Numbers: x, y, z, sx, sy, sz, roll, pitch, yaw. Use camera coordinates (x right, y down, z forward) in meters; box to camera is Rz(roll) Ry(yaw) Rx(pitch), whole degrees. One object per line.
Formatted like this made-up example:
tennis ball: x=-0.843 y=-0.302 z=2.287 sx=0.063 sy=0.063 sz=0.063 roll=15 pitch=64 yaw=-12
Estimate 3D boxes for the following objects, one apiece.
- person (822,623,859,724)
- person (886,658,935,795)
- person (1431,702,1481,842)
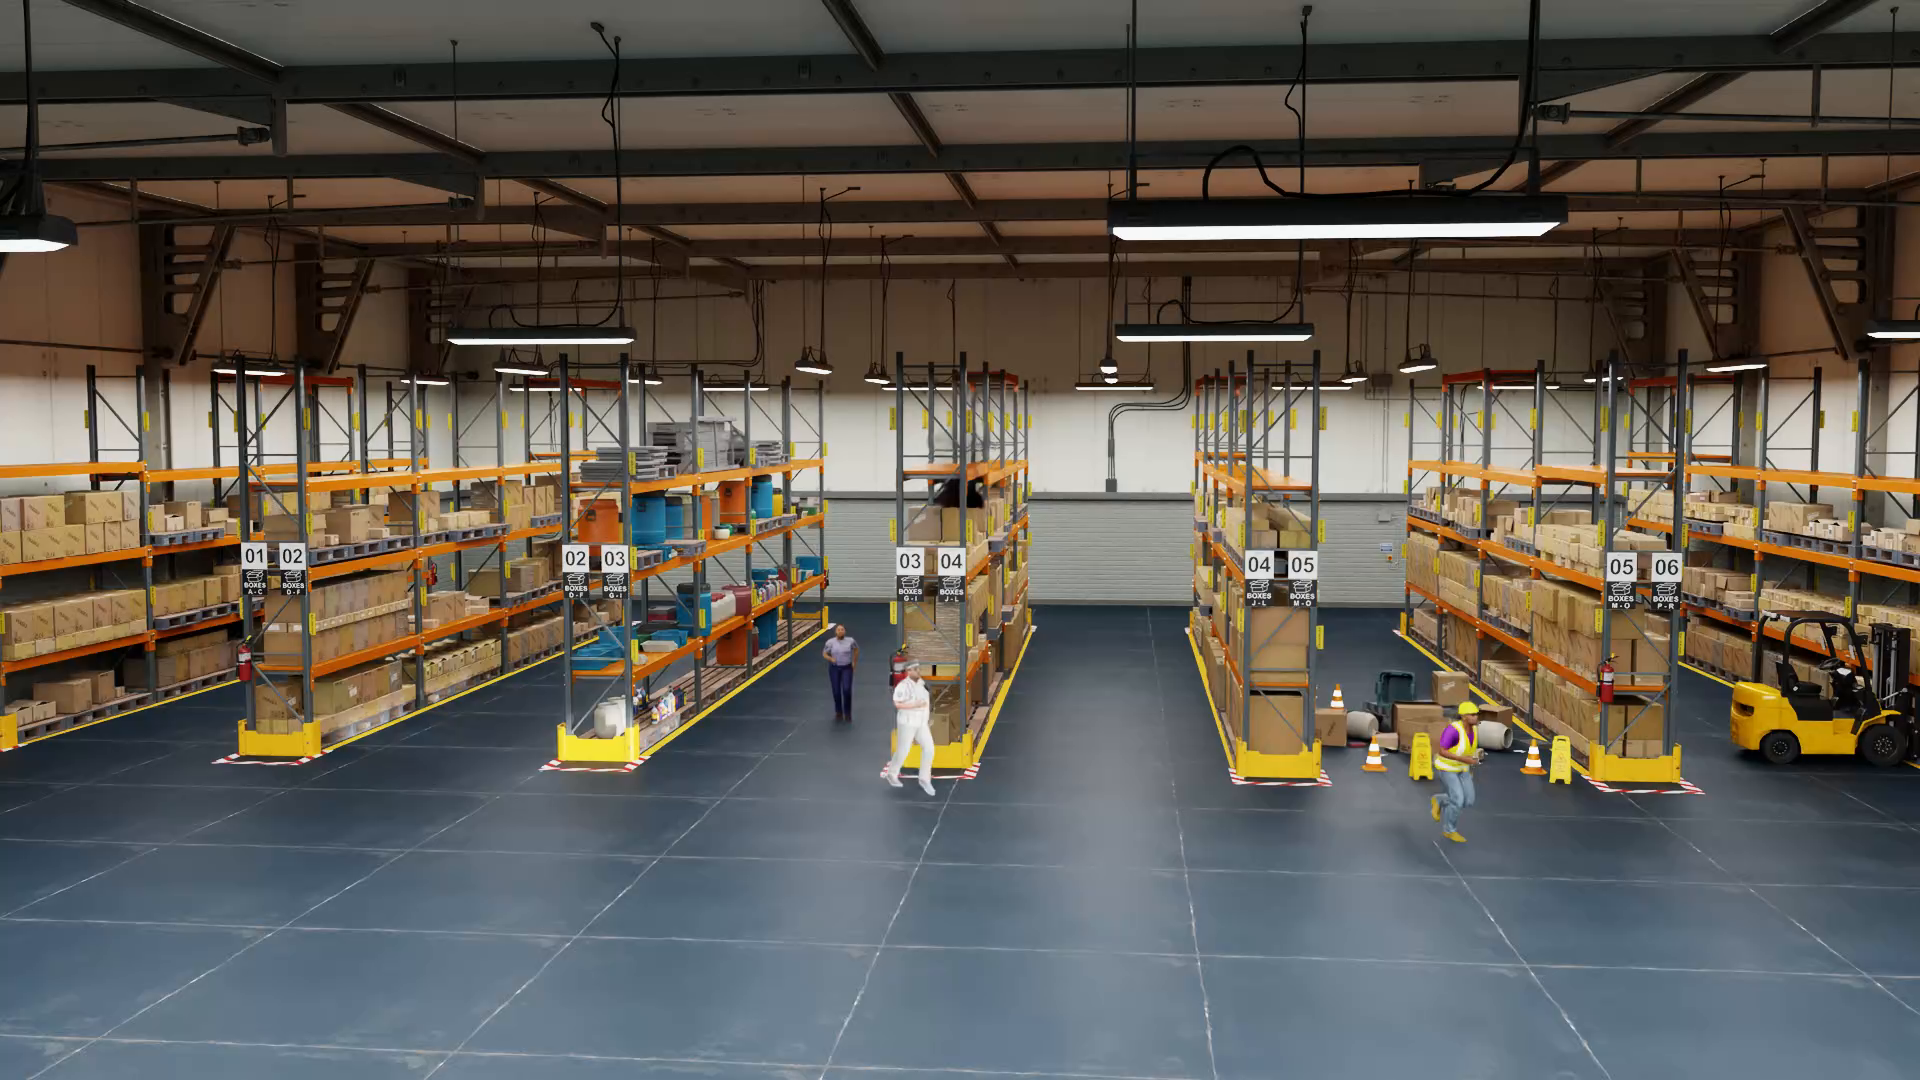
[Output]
person: x=-1.994 y=2.235 z=27.715 sx=0.592 sy=1.699 sz=0.714 roll=0 pitch=4 yaw=0
person: x=-0.646 y=2.508 z=22.501 sx=0.654 sy=1.836 sz=0.749 roll=-4 pitch=5 yaw=-42
person: x=5.926 y=2.758 z=19.875 sx=0.688 sy=1.705 sz=0.726 roll=-3 pitch=5 yaw=-35
